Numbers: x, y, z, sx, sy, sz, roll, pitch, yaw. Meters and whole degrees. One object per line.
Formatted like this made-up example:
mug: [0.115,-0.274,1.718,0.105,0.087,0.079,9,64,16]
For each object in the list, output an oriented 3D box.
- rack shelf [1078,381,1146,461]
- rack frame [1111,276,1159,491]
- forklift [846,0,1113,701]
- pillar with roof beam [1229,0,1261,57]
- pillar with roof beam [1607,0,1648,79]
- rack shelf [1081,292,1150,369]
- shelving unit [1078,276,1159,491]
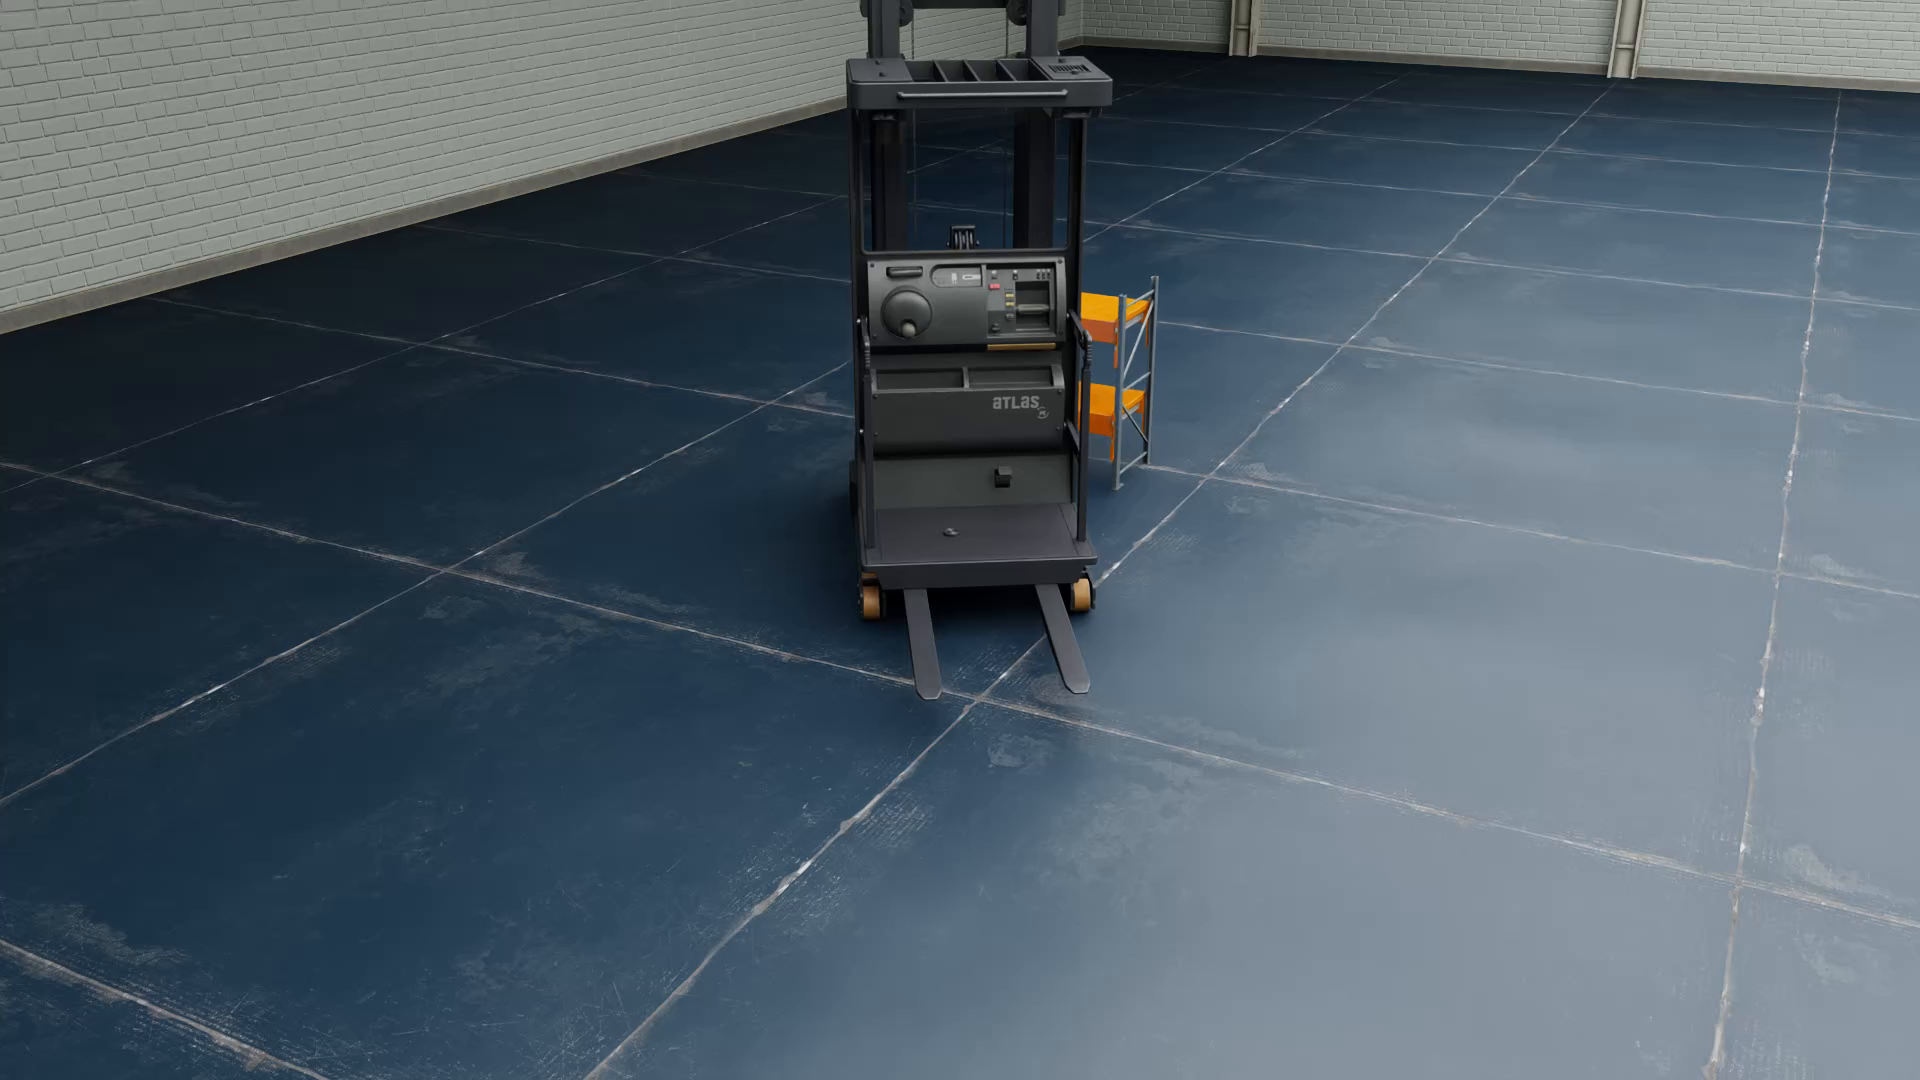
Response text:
rack shelf: [0.541,-0.754,9.710,1.000,0.278,0.538,12,26,26]
rack frame: [0.988,-0.884,9.392,0.032,1.125,0.500,12,26,26]
forklift: [0.054,-1.105,7.604,1.130,2.935,3.031,-2,23,-5]
pillar with roof beam: [2.792,-10.759,22.551,0.400,9.000,9.100,11,25,25]
pillar with roof beam: [8.147,-9.700,20.060,0.400,9.000,9.100,11,25,25]
rack shelf: [0.541,-1.248,9.500,1.000,0.278,0.538,12,26,26]
shelving unit: [0.541,-0.979,9.614,1.048,1.125,0.538,12,26,26]
